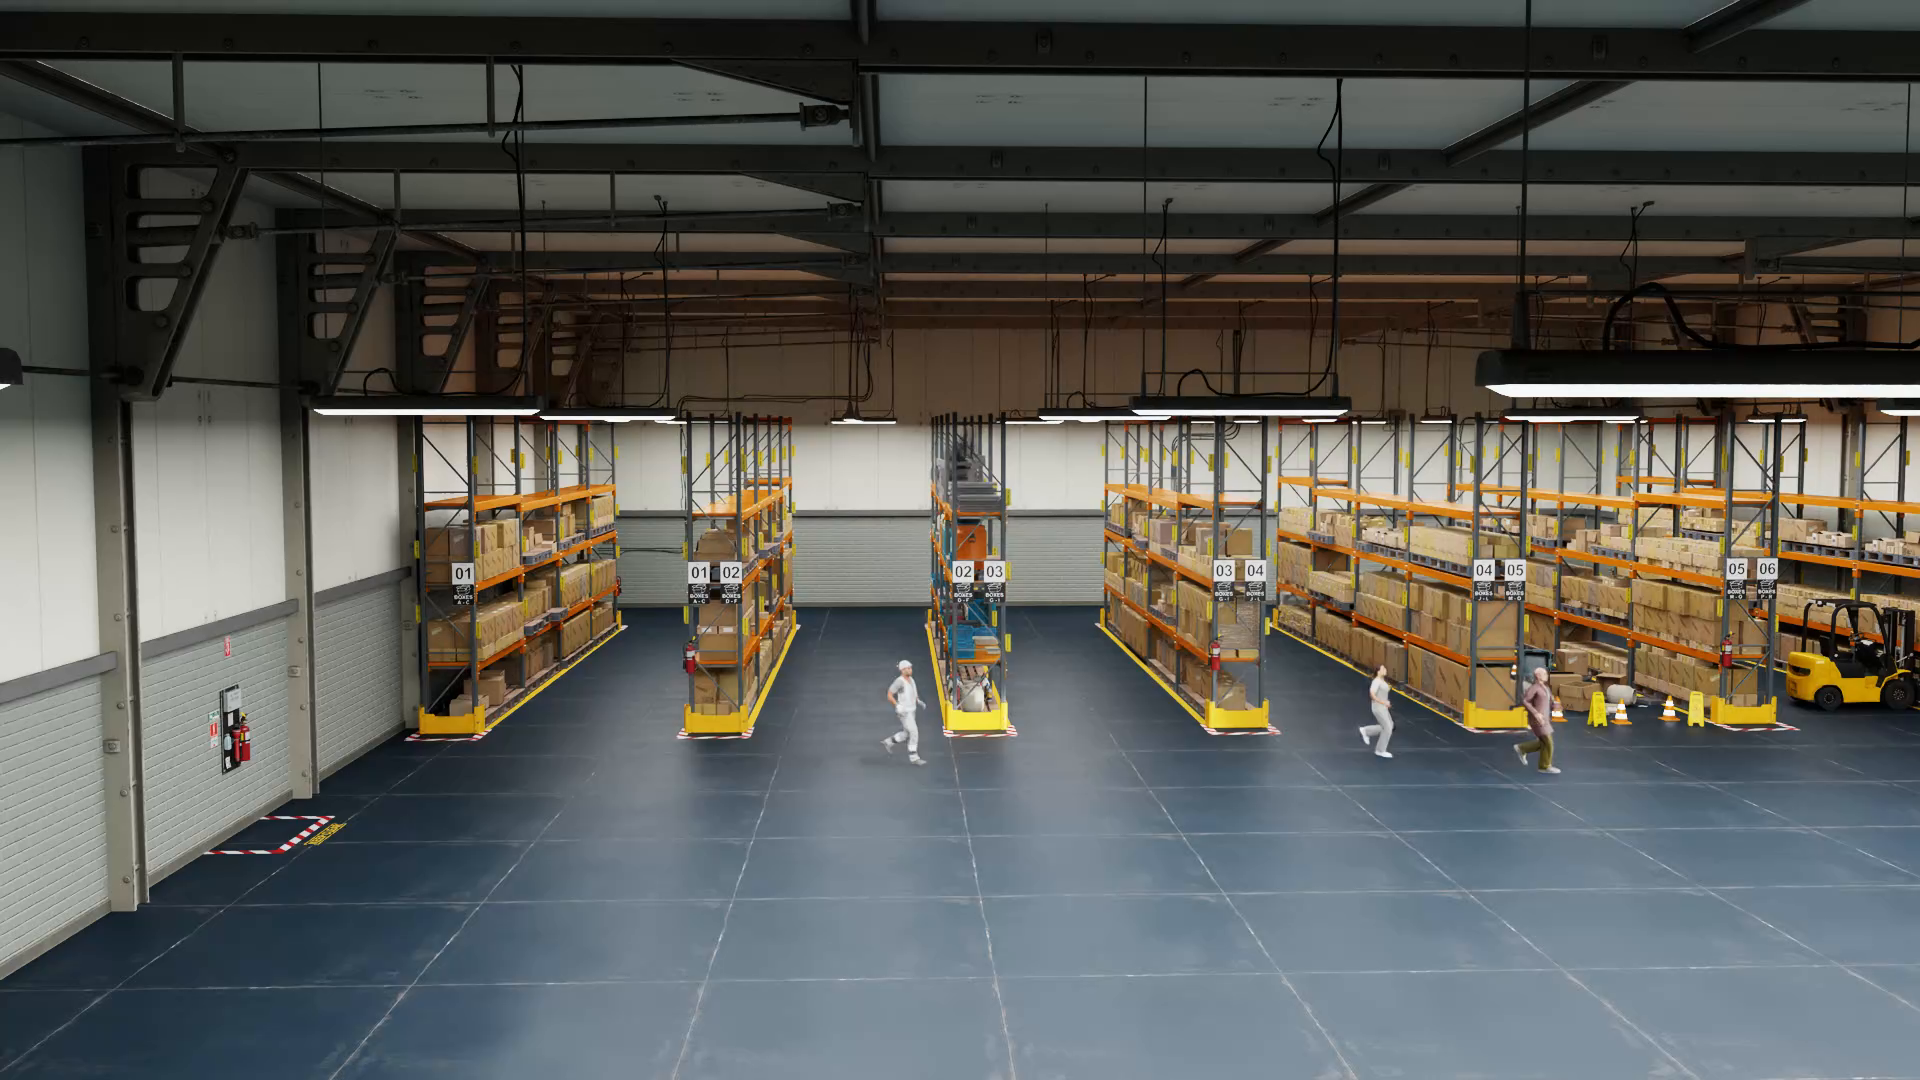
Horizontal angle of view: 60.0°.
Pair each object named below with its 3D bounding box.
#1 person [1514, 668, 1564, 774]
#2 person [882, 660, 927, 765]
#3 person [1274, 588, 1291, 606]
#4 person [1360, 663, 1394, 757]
[{"bbox_3d":[9.568,2.976,27.488,0.737,1.742,0.709,3,5,38],"label":"person"},{"bbox_3d":[-0.939,2.916,28.199,0.840,1.763,0.687,2,4,25],"label":"person"},{"bbox_3d":[9.564,1.556,48.964,0.537,1.693,0.707,-1,4,-10],"label":"person"},{"bbox_3d":[7.255,2.951,28.957,0.571,1.632,0.597,2,4,25],"label":"person"}]
